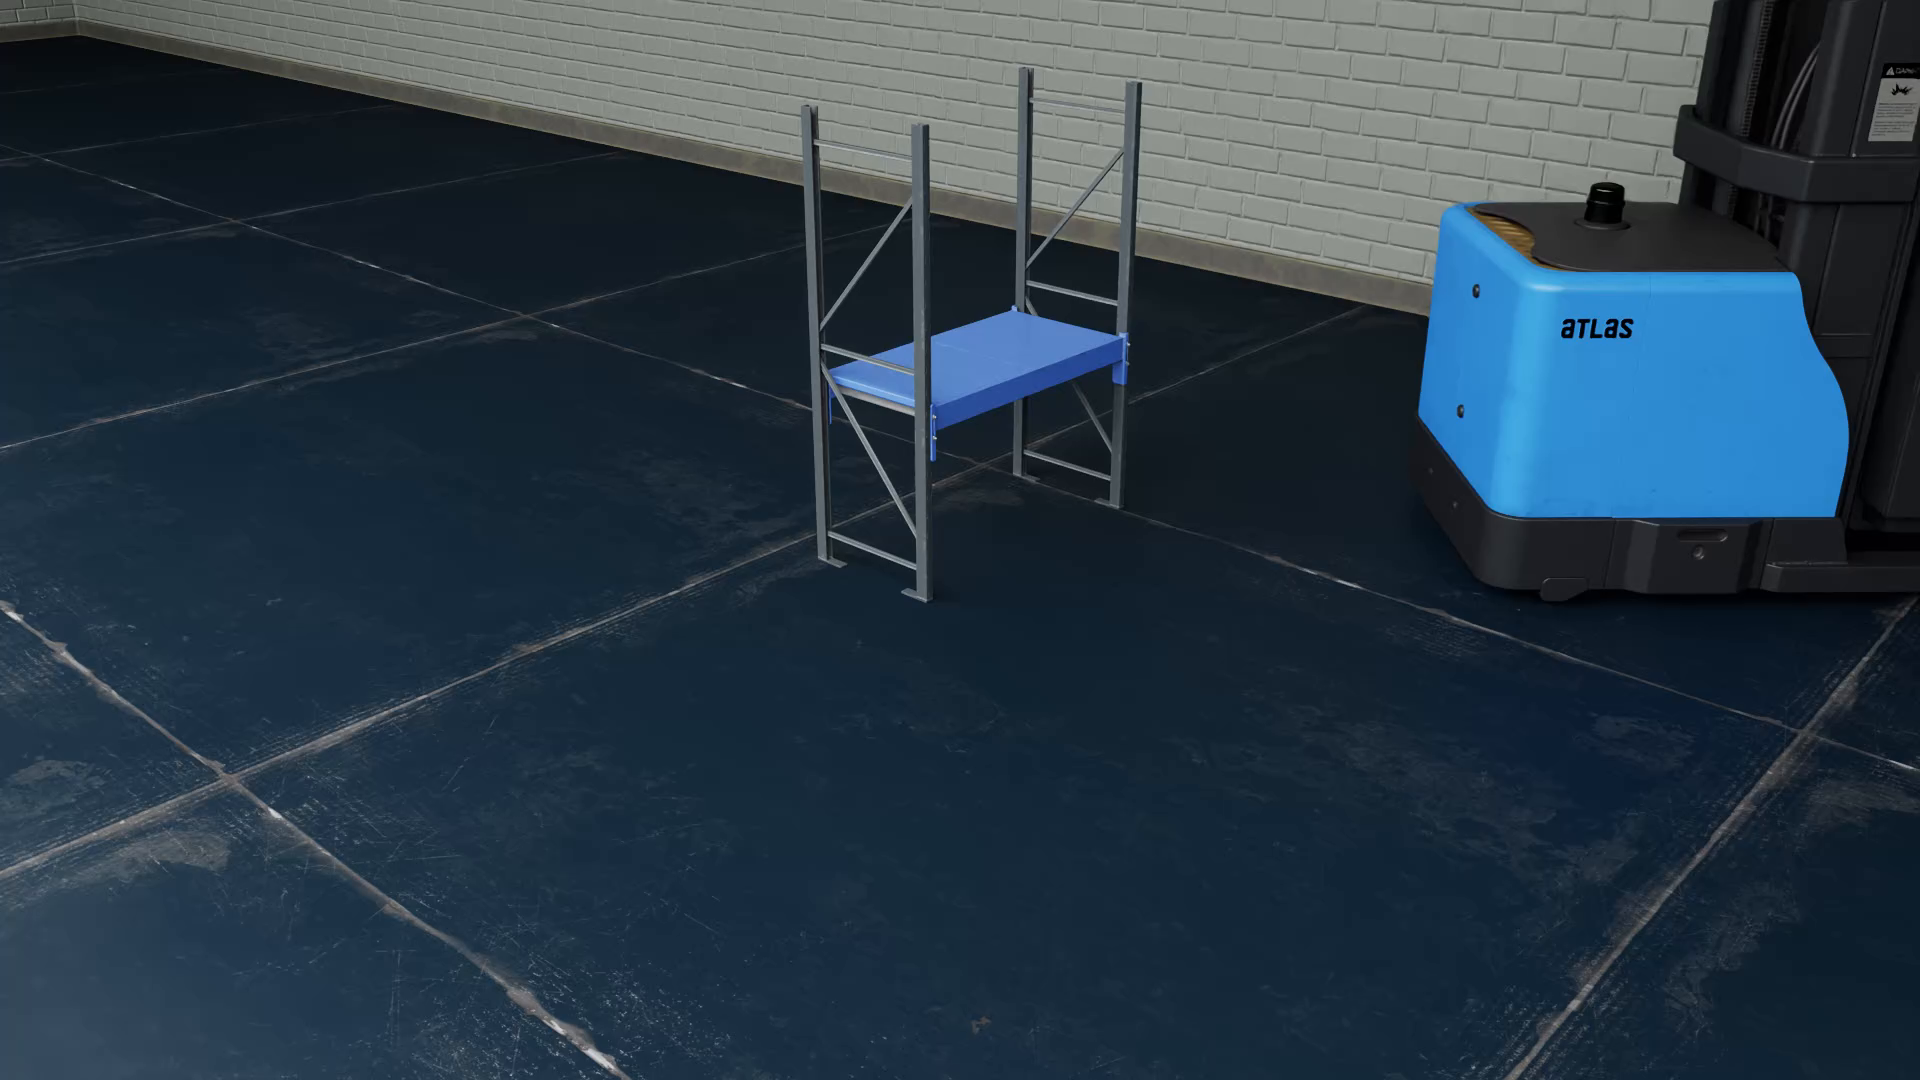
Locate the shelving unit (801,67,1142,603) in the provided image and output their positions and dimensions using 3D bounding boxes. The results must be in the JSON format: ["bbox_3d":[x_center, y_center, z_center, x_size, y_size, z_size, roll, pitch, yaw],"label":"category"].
[{"bbox_3d":[0.057,-0.710,5.501,0.538,1.500,1.048,20,31,38],"label":"shelving unit"}]

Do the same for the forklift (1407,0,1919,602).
[{"bbox_3d":[3.155,-1.334,5.144,3.031,2.935,1.130,0,24,0],"label":"forklift"}]

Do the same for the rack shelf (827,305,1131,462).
[{"bbox_3d":[0.057,-0.546,5.575,0.538,0.185,1.000,20,31,38],"label":"rack shelf"}]

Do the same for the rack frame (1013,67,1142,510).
[{"bbox_3d":[0.396,-0.865,5.847,0.500,1.500,0.032,20,31,38],"label":"rack frame"}]

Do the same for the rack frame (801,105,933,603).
[{"bbox_3d":[-0.282,-0.555,5.156,0.500,1.500,0.032,20,31,38],"label":"rack frame"}]
